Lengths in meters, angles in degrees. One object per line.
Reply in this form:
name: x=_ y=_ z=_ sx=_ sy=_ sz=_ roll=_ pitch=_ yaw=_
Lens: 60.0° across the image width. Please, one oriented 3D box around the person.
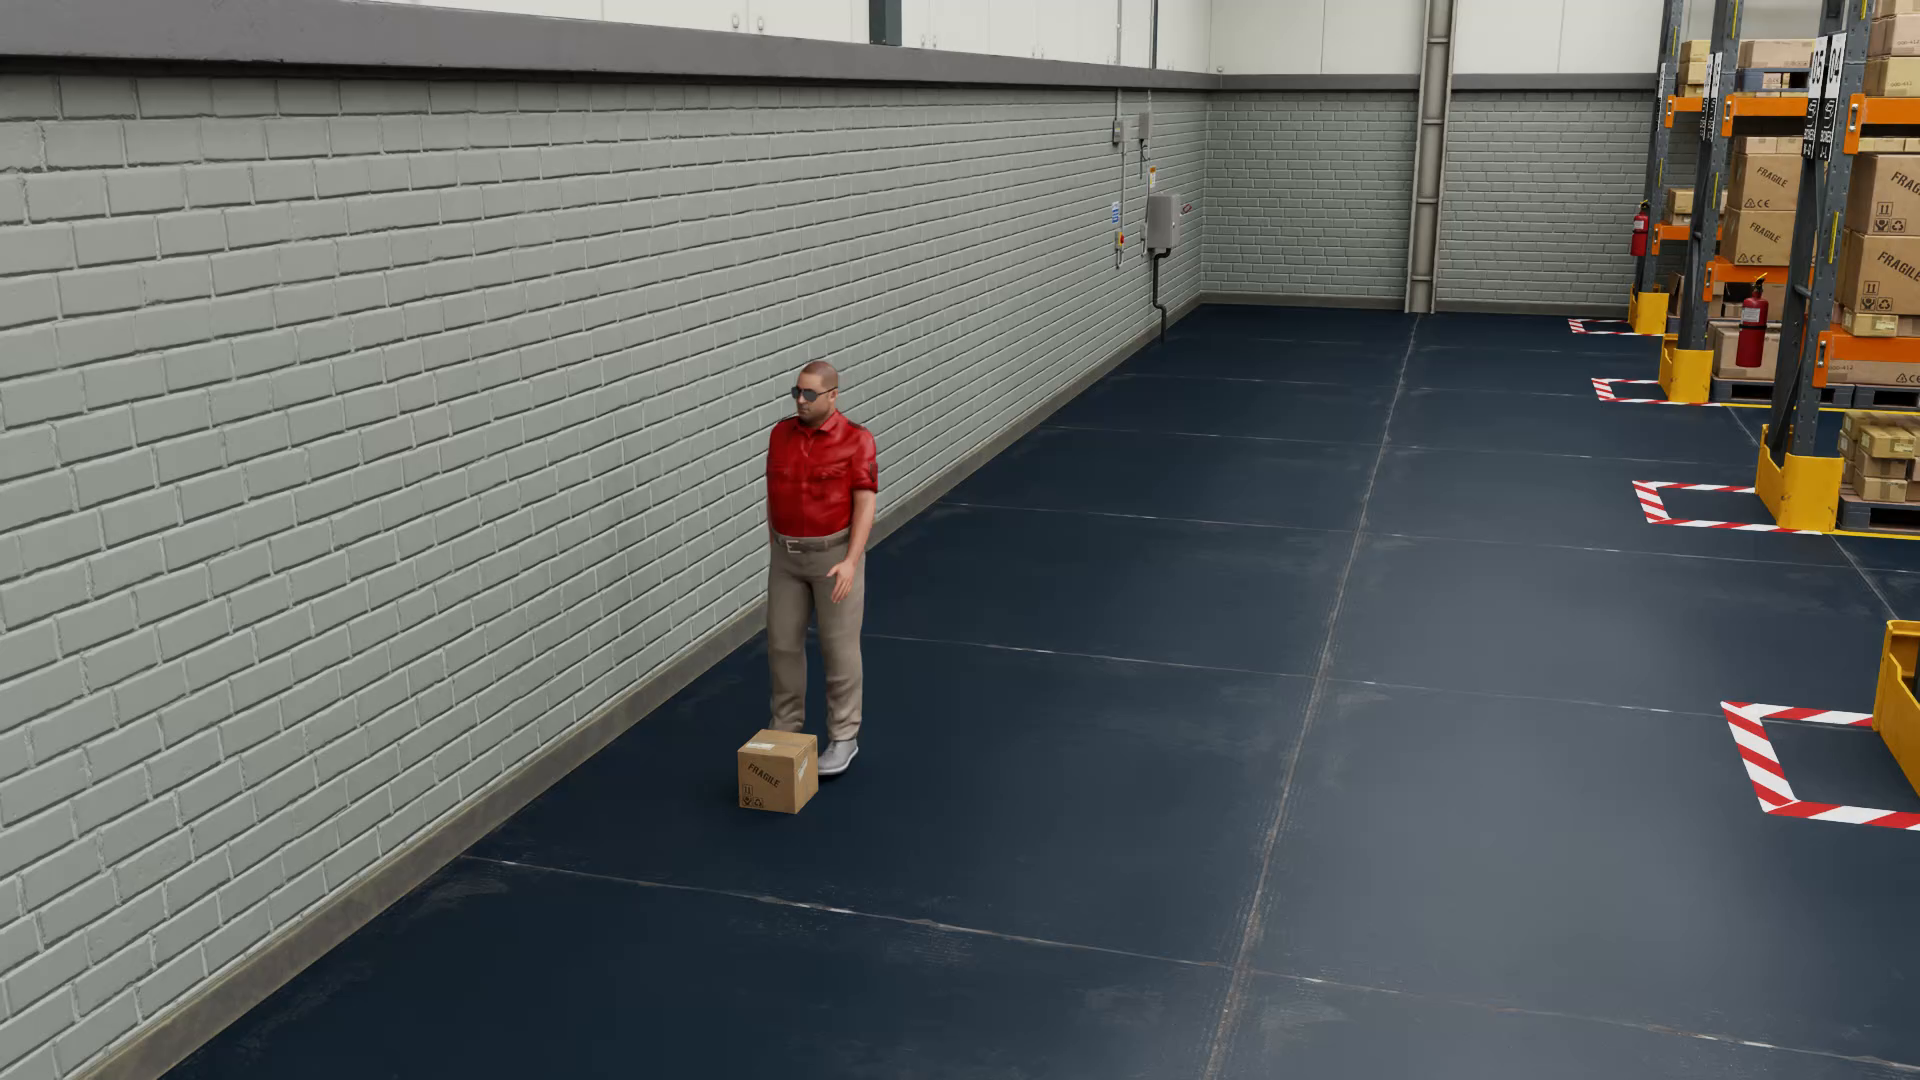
person: x=-0.629 y=0.124 z=7.062 sx=0.552 sy=1.753 sz=0.459 roll=6 pitch=16 yaw=21
